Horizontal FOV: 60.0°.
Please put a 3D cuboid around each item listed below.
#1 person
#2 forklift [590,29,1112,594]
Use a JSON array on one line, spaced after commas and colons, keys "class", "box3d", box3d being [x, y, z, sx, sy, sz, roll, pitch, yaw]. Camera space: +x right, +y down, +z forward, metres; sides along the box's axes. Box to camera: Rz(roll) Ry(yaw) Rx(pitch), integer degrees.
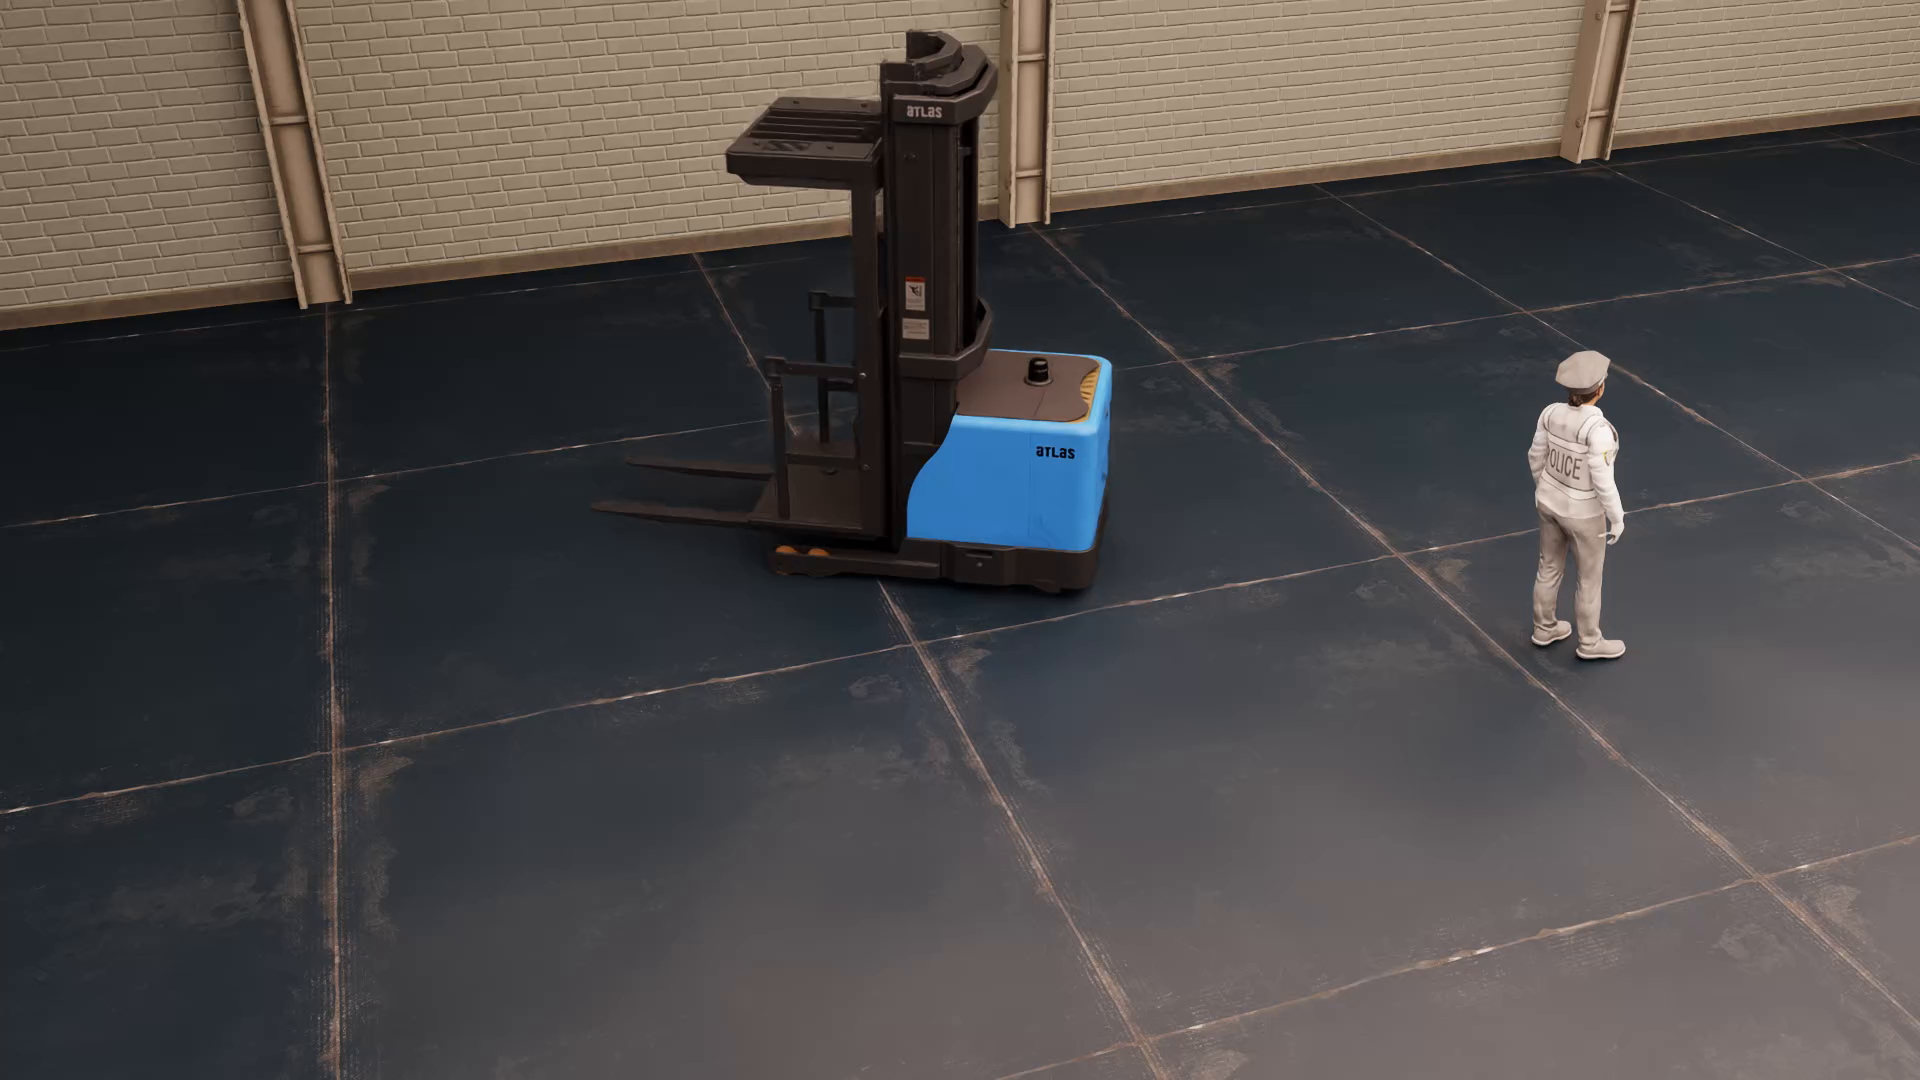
[{"class": "person", "box3d": [3.231, -0.189, 8.640, 0.532, 1.695, 0.588, -15, 33, -24]}, {"class": "forklift", "box3d": [-0.662, -1.306, 9.356, 3.031, 2.935, 1.130, 5, 30, 8]}]
